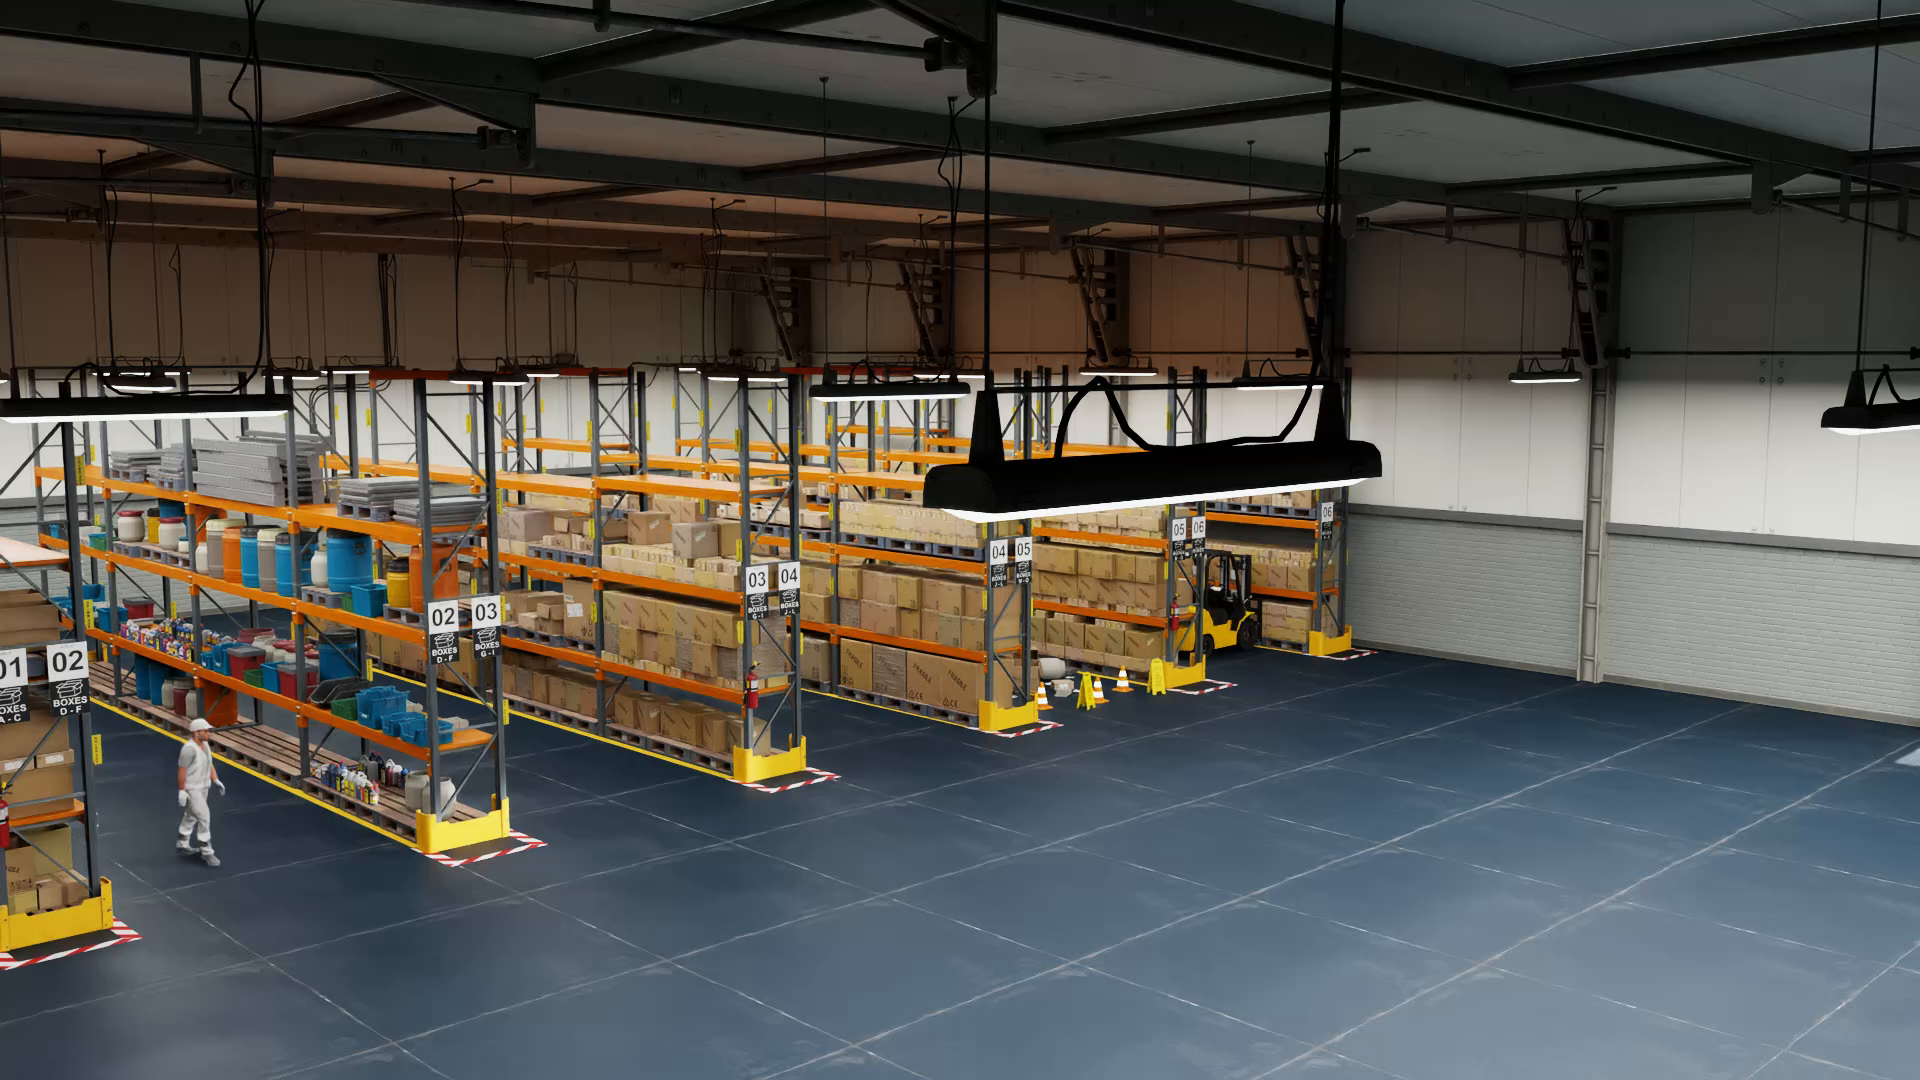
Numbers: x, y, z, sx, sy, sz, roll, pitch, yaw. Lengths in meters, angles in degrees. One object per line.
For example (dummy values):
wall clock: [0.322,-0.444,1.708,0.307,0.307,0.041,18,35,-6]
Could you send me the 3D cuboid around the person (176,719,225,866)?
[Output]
person: [-9.508,3.116,20.733,0.792,1.795,0.626,2,7,16]
